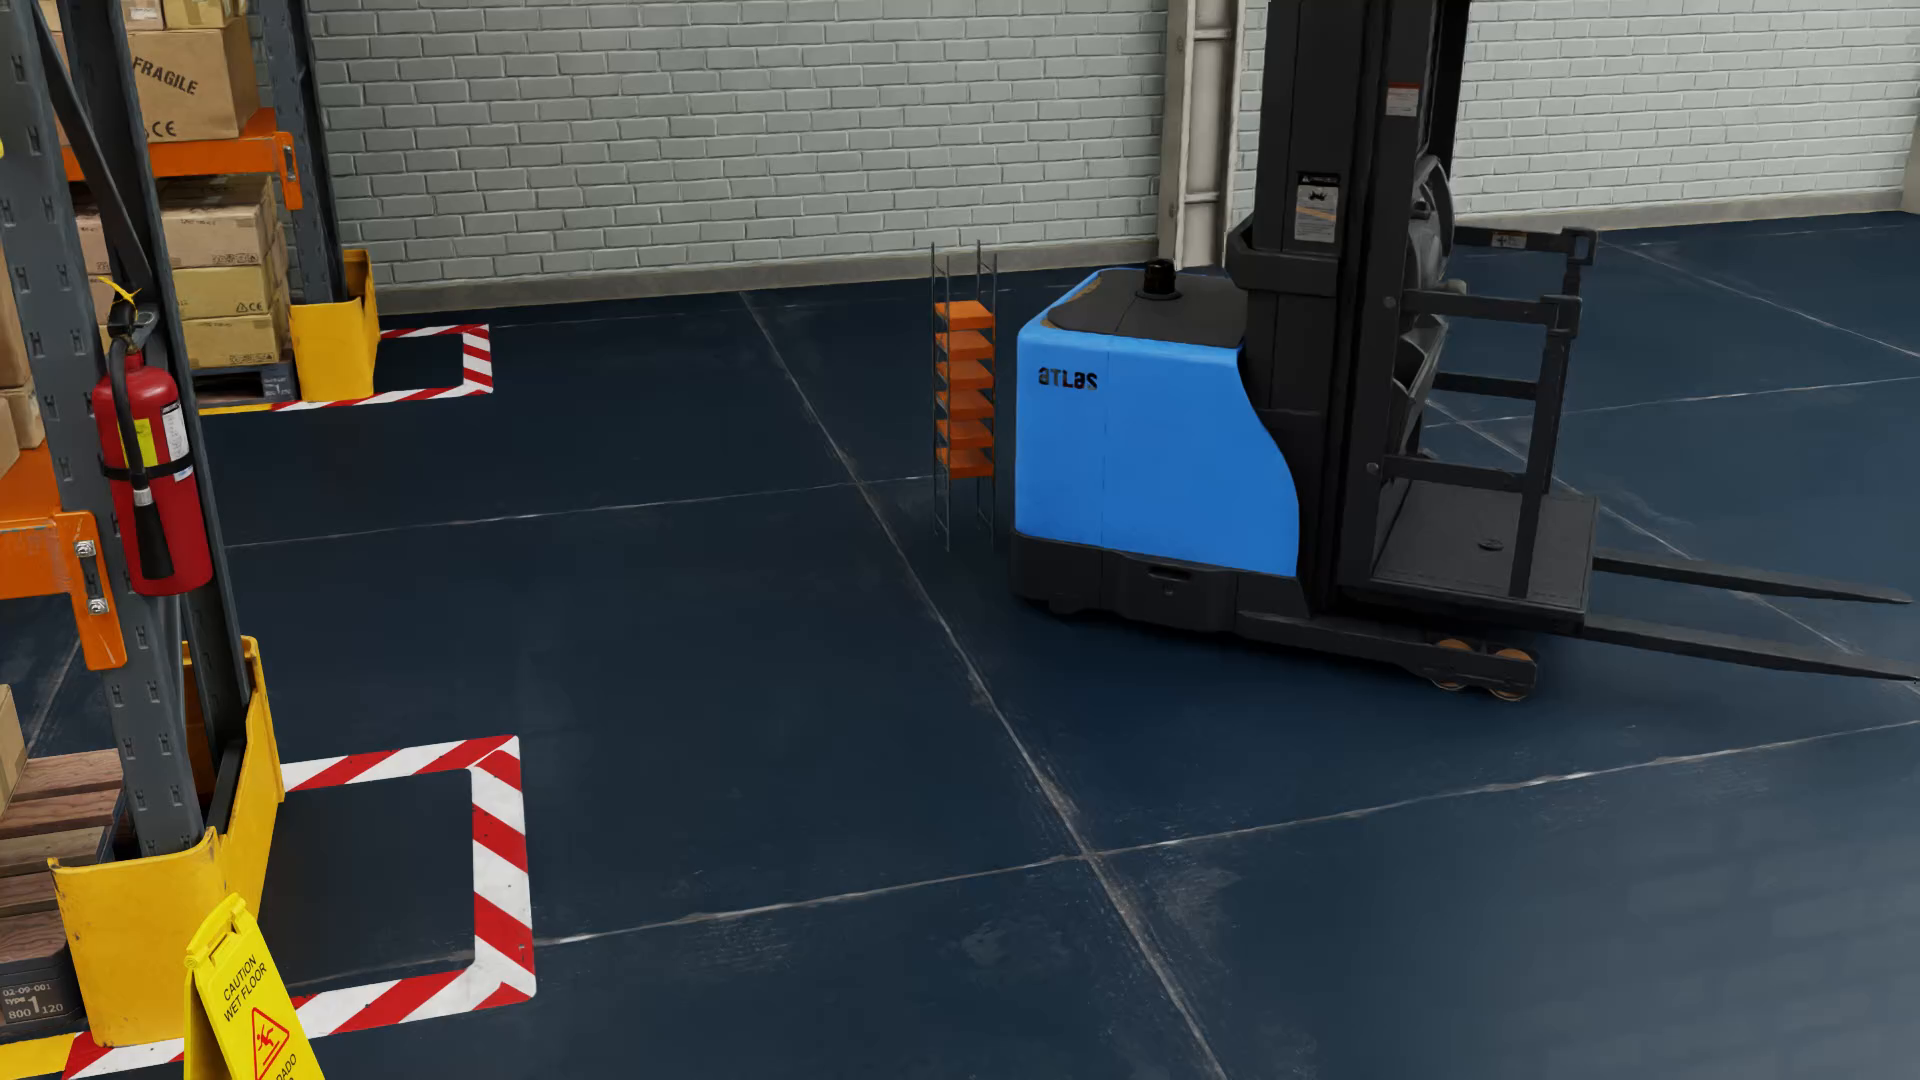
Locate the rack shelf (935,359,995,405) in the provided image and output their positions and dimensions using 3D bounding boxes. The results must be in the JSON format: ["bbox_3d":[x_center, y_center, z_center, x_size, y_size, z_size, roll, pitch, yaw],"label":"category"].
[{"bbox_3d":[0.014,-0.622,6.487,0.180,0.103,0.258,-6,24,-14],"label":"rack shelf"}]

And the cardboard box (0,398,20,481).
[{"bbox_3d":[-2.281,-0.179,3.681,0.250,0.149,0.380,-5,24,-13],"label":"cardboard box"}]

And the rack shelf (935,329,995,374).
[{"bbox_3d":[0.014,-0.733,6.440,0.180,0.103,0.258,-6,24,-14],"label":"rack shelf"}]

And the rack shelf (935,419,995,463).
[{"bbox_3d":[0.014,-0.402,6.582,0.180,0.103,0.258,-6,24,-14],"label":"rack shelf"}]

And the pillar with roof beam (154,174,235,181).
[{"bbox_3d":[-3.074,-3.690,3.938,0.400,9.000,9.100,-6,24,-14],"label":"pillar with roof beam"}]

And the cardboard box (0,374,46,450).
[{"bbox_3d":[-2.361,-0.342,4.062,0.250,0.149,0.380,-6,24,-14],"label":"cardboard box"}]

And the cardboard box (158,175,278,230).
[{"bbox_3d":[-3.837,-1.709,8.615,0.500,0.250,0.500,-7,24,-15],"label":"cardboard box"}]

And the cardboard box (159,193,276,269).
[{"bbox_3d":[-3.682,-1.521,8.177,0.500,0.250,0.500,-5,24,-13],"label":"cardboard box"}]

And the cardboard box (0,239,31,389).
[{"bbox_3d":[-2.509,-0.653,3.963,0.500,0.500,0.500,-7,24,-15],"label":"cardboard box"}]

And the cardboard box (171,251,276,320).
[{"bbox_3d":[-3.707,-1.288,8.268,0.500,0.250,0.500,-7,24,-15],"label":"cardboard box"}]

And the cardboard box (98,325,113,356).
[{"bbox_3d":[-4.171,-1.009,8.253,0.500,0.250,0.500,-6,24,-14],"label":"cardboard box"}]

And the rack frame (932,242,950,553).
[{"bbox_3d":[-0.074,-0.543,6.494,0.006,1.200,0.240,-6,24,-14],"label":"rack frame"}]

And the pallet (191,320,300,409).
[{"bbox_3d":[-4.048,-0.921,8.628,1.213,0.211,1.003,-6,24,-14],"label":"pallet"}]

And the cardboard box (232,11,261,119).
[{"bbox_3d":[-3.875,-2.398,8.408,0.500,0.500,0.500,-6,24,-13],"label":"cardboard box"}]

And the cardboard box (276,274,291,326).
[{"bbox_3d":[-3.849,-1.251,8.815,0.500,0.250,0.500,-6,24,-14],"label":"cardboard box"}]

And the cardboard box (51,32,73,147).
[{"bbox_3d":[-4.228,-2.142,7.810,0.500,0.500,0.500,-6,24,-13],"label":"cardboard box"}]

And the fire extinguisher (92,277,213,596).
[{"bbox_3d":[-1.744,-0.217,3.550,0.183,0.674,0.296,-6,24,-14],"label":"fire extinguisher"}]

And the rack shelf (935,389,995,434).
[{"bbox_3d":[0.014,-0.512,6.535,0.180,0.103,0.258,-6,24,-14],"label":"rack shelf"}]

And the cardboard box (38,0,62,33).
[{"bbox_3d":[-4.085,-2.457,7.723,0.250,0.149,0.380,-6,24,-13],"label":"cardboard box"}]

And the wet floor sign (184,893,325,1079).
[{"bbox_3d":[-1.506,1.053,3.479,0.232,0.644,0.267,2,23,4],"label":"wet floor sign"}]

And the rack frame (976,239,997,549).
[{"bbox_3d":[0.102,-0.563,6.540,0.006,1.200,0.240,-6,24,-14],"label":"rack frame"}]

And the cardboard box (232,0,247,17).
[{"bbox_3d":[-3.719,-2.706,8.303,0.250,0.149,0.380,-7,24,-16],"label":"cardboard box"}]

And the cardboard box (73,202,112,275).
[{"bbox_3d":[-4.172,-1.464,8.045,0.500,0.250,0.500,-6,24,-13],"label":"cardboard box"}]

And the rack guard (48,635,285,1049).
[{"bbox_3d":[-2.052,0.741,4.388,0.348,0.500,1.175,-6,24,-14],"label":"rack guard"}]

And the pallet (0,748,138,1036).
[{"bbox_3d":[-2.843,0.947,4.275,1.213,0.211,1.003,-6,24,-14],"label":"pallet"}]

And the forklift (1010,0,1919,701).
[{"bbox_3d":[1.753,-1.053,5.486,3.031,2.935,1.130,9,25,20],"label":"forklift"}]

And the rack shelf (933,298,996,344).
[{"bbox_3d":[0.014,-0.843,6.393,0.180,0.103,0.258,-6,24,-14],"label":"rack shelf"}]

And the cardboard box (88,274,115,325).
[{"bbox_3d":[-4.193,-1.239,8.153,0.500,0.250,0.500,-7,24,-15],"label":"cardboard box"}]

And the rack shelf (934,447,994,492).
[{"bbox_3d":[0.014,-0.292,6.629,0.180,0.103,0.258,-6,24,-14],"label":"rack shelf"}]

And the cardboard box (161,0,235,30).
[{"bbox_3d":[-3.581,-2.500,7.823,0.250,0.149,0.380,-6,24,-14],"label":"cardboard box"}]

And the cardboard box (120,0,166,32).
[{"bbox_3d":[-3.819,-2.462,7.734,0.250,0.149,0.380,-6,24,-14],"label":"cardboard box"}]

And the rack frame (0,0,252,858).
[{"bbox_3d":[-1.978,-0.415,3.914,0.127,3.000,1.000,-6,24,-14],"label":"rack frame"}]

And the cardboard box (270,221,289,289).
[{"bbox_3d":[-3.832,-1.487,8.733,0.500,0.250,0.500,-6,24,-13],"label":"cardboard box"}]

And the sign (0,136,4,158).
[{"bbox_3d":[-1.848,-0.880,3.127,0.005,0.325,0.100,-6,24,-14],"label":"sign"}]

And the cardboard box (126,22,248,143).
[{"bbox_3d":[-3.726,-2.193,7.931,0.500,0.500,0.500,-7,24,-16],"label":"cardboard box"}]

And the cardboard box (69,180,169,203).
[{"bbox_3d":[-4.317,-1.654,8.488,0.500,0.250,0.500,-6,24,-14],"label":"cardboard box"}]

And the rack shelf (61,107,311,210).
[{"bbox_3d":[-5.248,-1.756,7.950,4.000,0.370,1.077,-6,24,-14],"label":"rack shelf"}]

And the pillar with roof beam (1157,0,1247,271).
[{"bbox_3d":[2.703,-4.329,5.427,0.400,9.000,9.100,-6,24,-14],"label":"pillar with roof beam"}]

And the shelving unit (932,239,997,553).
[{"bbox_3d":[0.014,-0.553,6.517,0.189,1.200,0.258,-6,24,-14],"label":"shelving unit"}]

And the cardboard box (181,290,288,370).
[{"bbox_3d":[-3.690,-1.059,8.368,0.500,0.250,0.500,-6,24,-14],"label":"cardboard box"}]

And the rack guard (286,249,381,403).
[{"bbox_3d":[-3.300,-1.153,8.804,0.348,0.500,1.175,-6,24,-14],"label":"rack guard"}]

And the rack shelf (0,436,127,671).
[{"bbox_3d":[-3.904,0.128,3.559,4.000,0.370,1.077,-6,24,-14],"label":"rack shelf"}]

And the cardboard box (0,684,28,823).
[{"bbox_3d":[-2.830,0.636,4.418,0.500,0.250,0.500,-7,24,-15],"label":"cardboard box"}]

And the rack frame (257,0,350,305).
[{"bbox_3d":[-3.323,-2.299,8.305,0.127,3.000,1.000,-6,24,-14],"label":"rack frame"}]

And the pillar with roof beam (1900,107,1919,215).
[{"bbox_3d":[8.480,-4.968,6.916,0.400,9.000,9.100,-6,24,-14],"label":"pillar with roof beam"}]
